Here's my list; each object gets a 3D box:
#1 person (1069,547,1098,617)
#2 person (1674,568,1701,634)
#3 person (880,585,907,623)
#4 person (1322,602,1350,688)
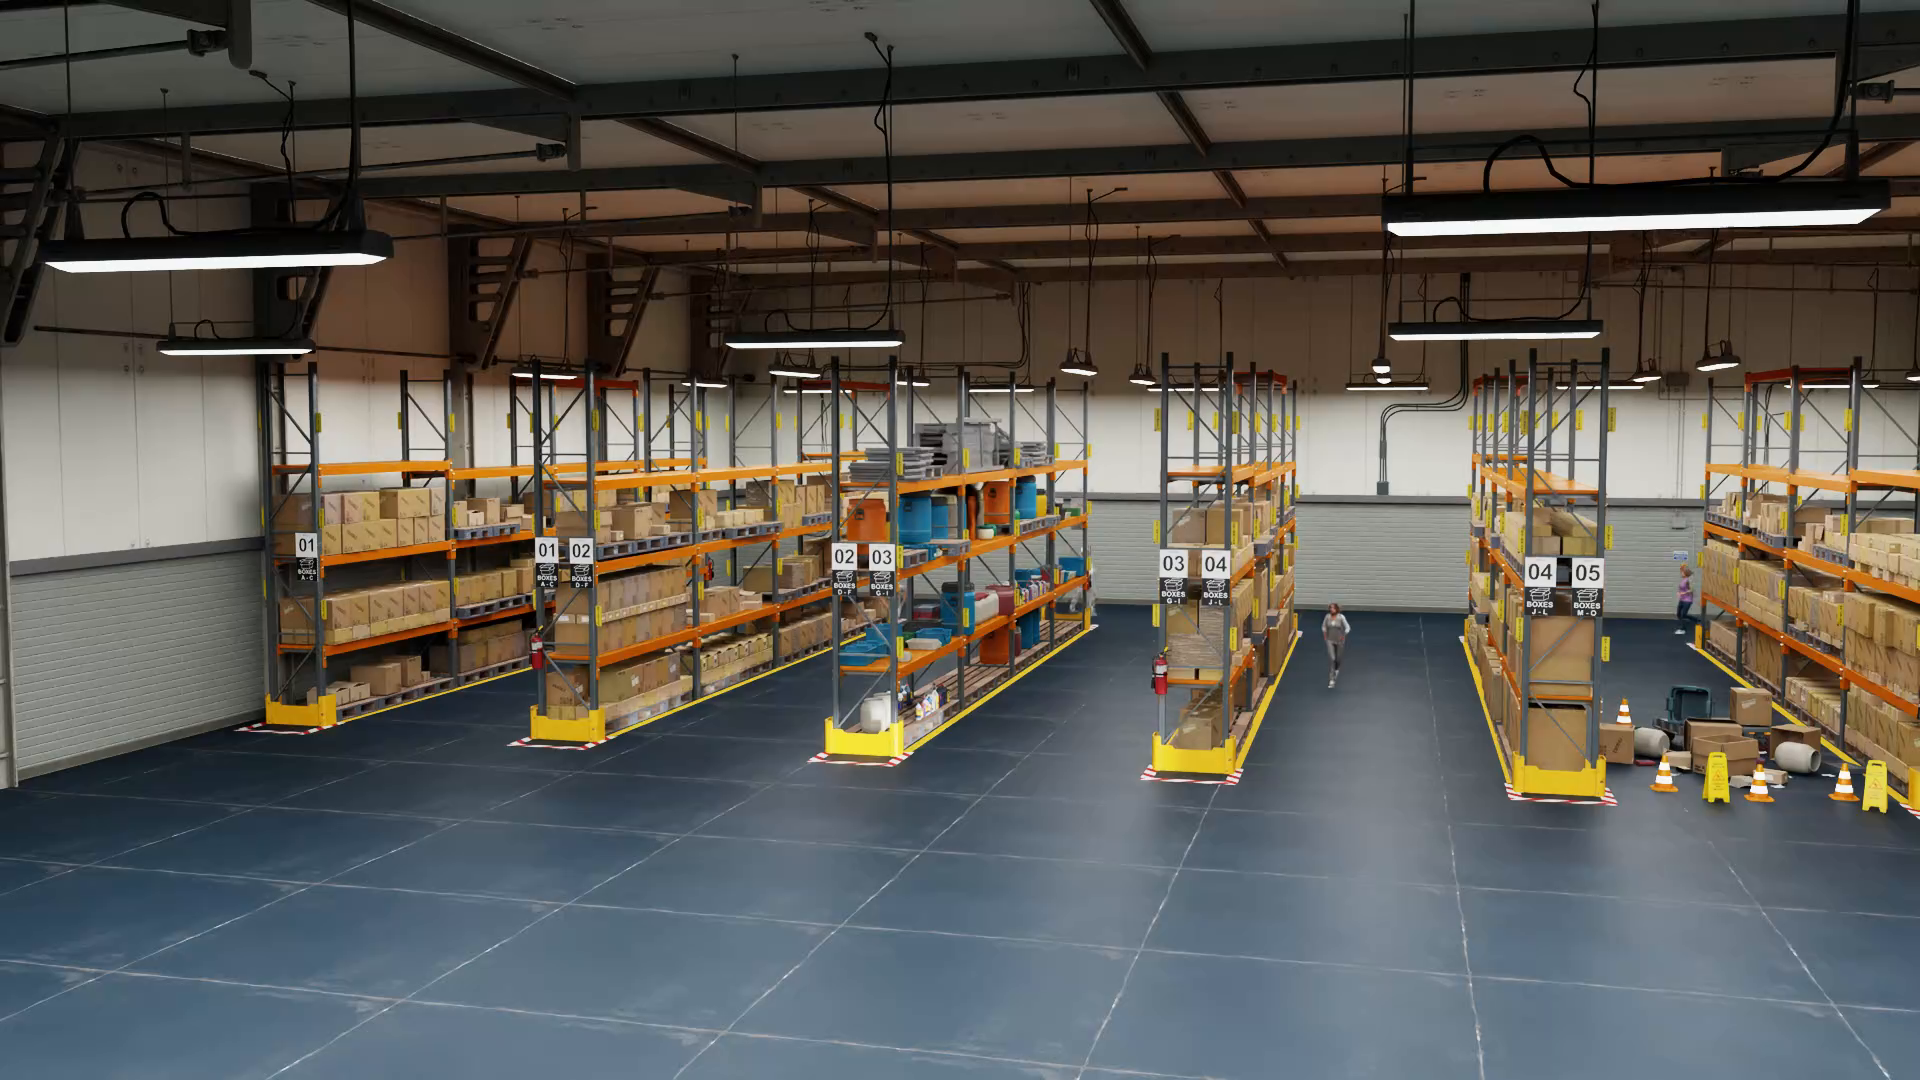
[{"bbox_3d":[3.238,1.077,43.097,0.870,1.842,0.667,3,5,35],"label":"person"},{"bbox_3d":[17.267,1.491,39.457,0.675,1.469,0.537,0,4,0],"label":"person"},{"bbox_3d":[-1.487,1.593,37.377,0.598,1.625,1.009,0,4,2],"label":"person"},{"bbox_3d":[7.173,1.978,31.766,0.534,1.606,0.733,1,4,15],"label":"person"}]
